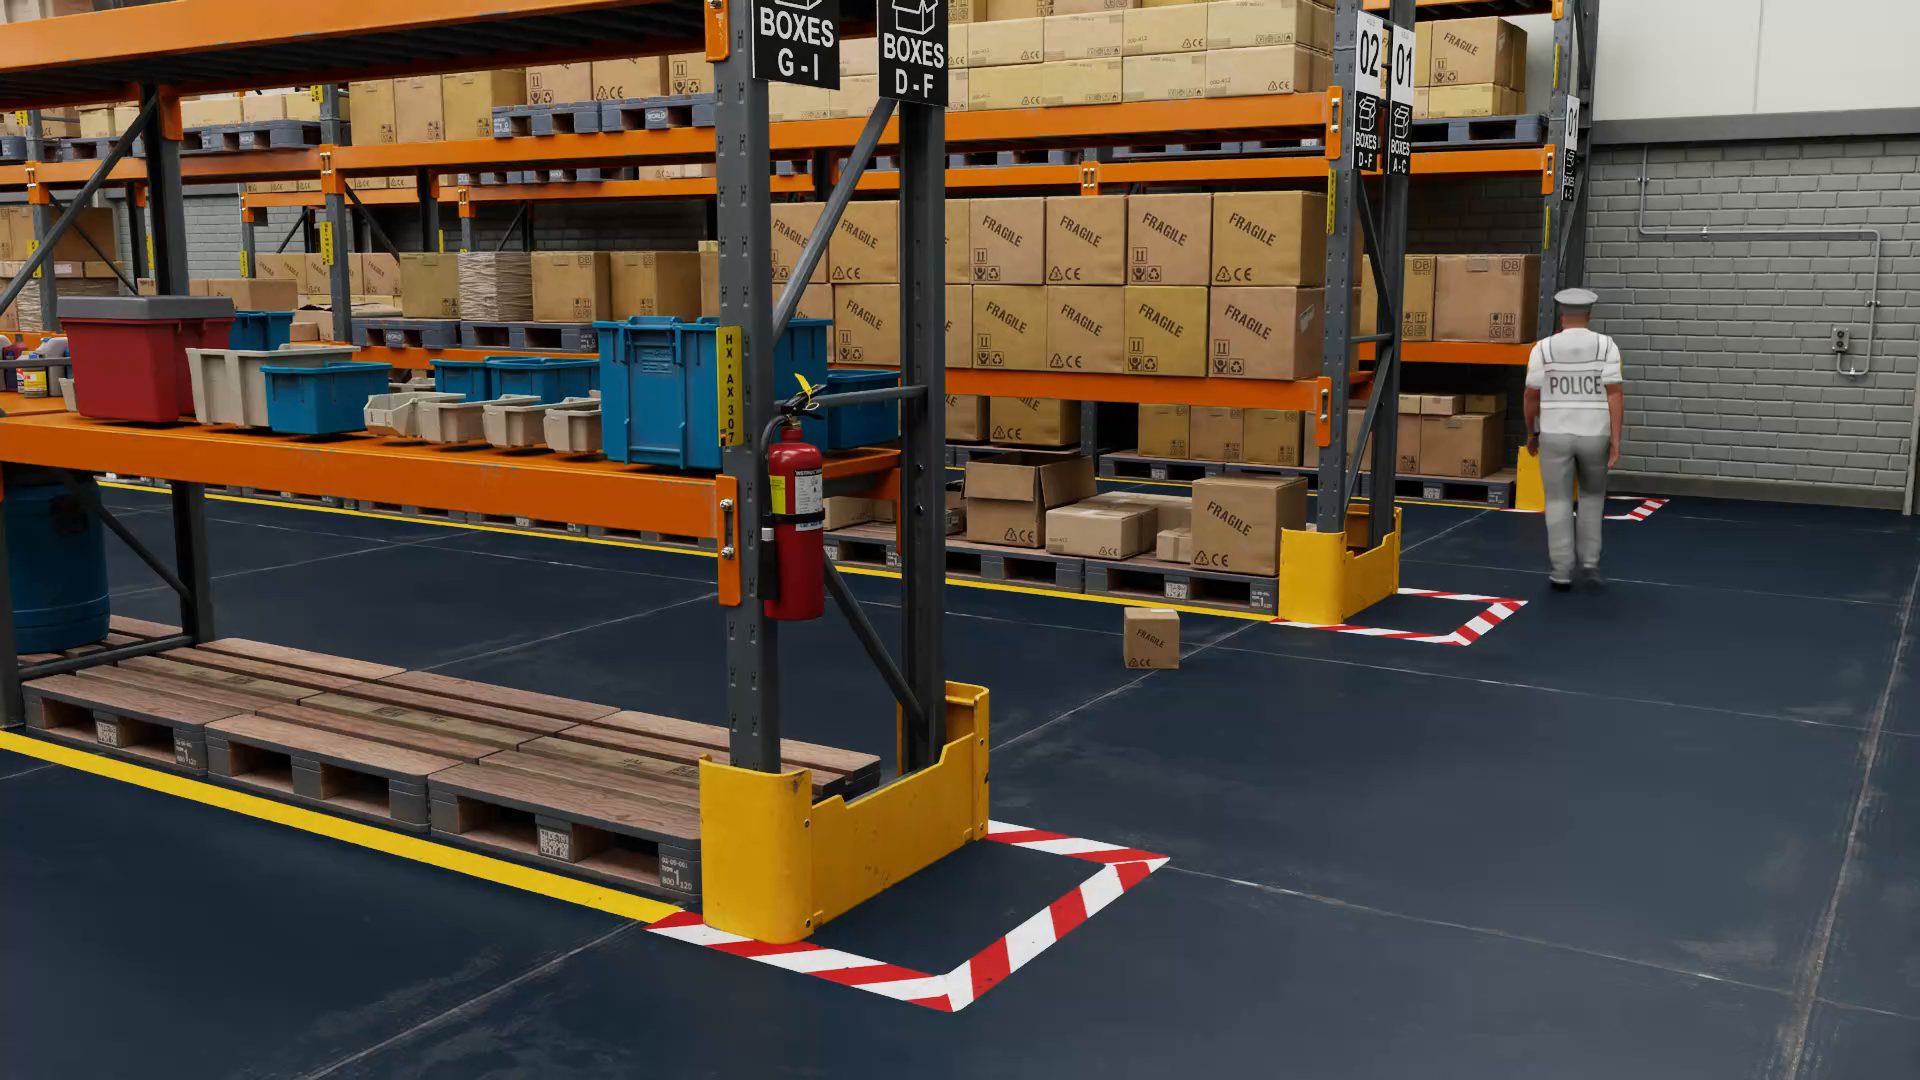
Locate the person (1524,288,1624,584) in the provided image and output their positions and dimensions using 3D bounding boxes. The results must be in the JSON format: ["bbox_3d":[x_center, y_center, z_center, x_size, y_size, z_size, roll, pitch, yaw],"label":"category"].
[{"bbox_3d":[3.661,-0.574,9.979,0.547,1.847,0.604,2,10,13],"label":"person"}]
